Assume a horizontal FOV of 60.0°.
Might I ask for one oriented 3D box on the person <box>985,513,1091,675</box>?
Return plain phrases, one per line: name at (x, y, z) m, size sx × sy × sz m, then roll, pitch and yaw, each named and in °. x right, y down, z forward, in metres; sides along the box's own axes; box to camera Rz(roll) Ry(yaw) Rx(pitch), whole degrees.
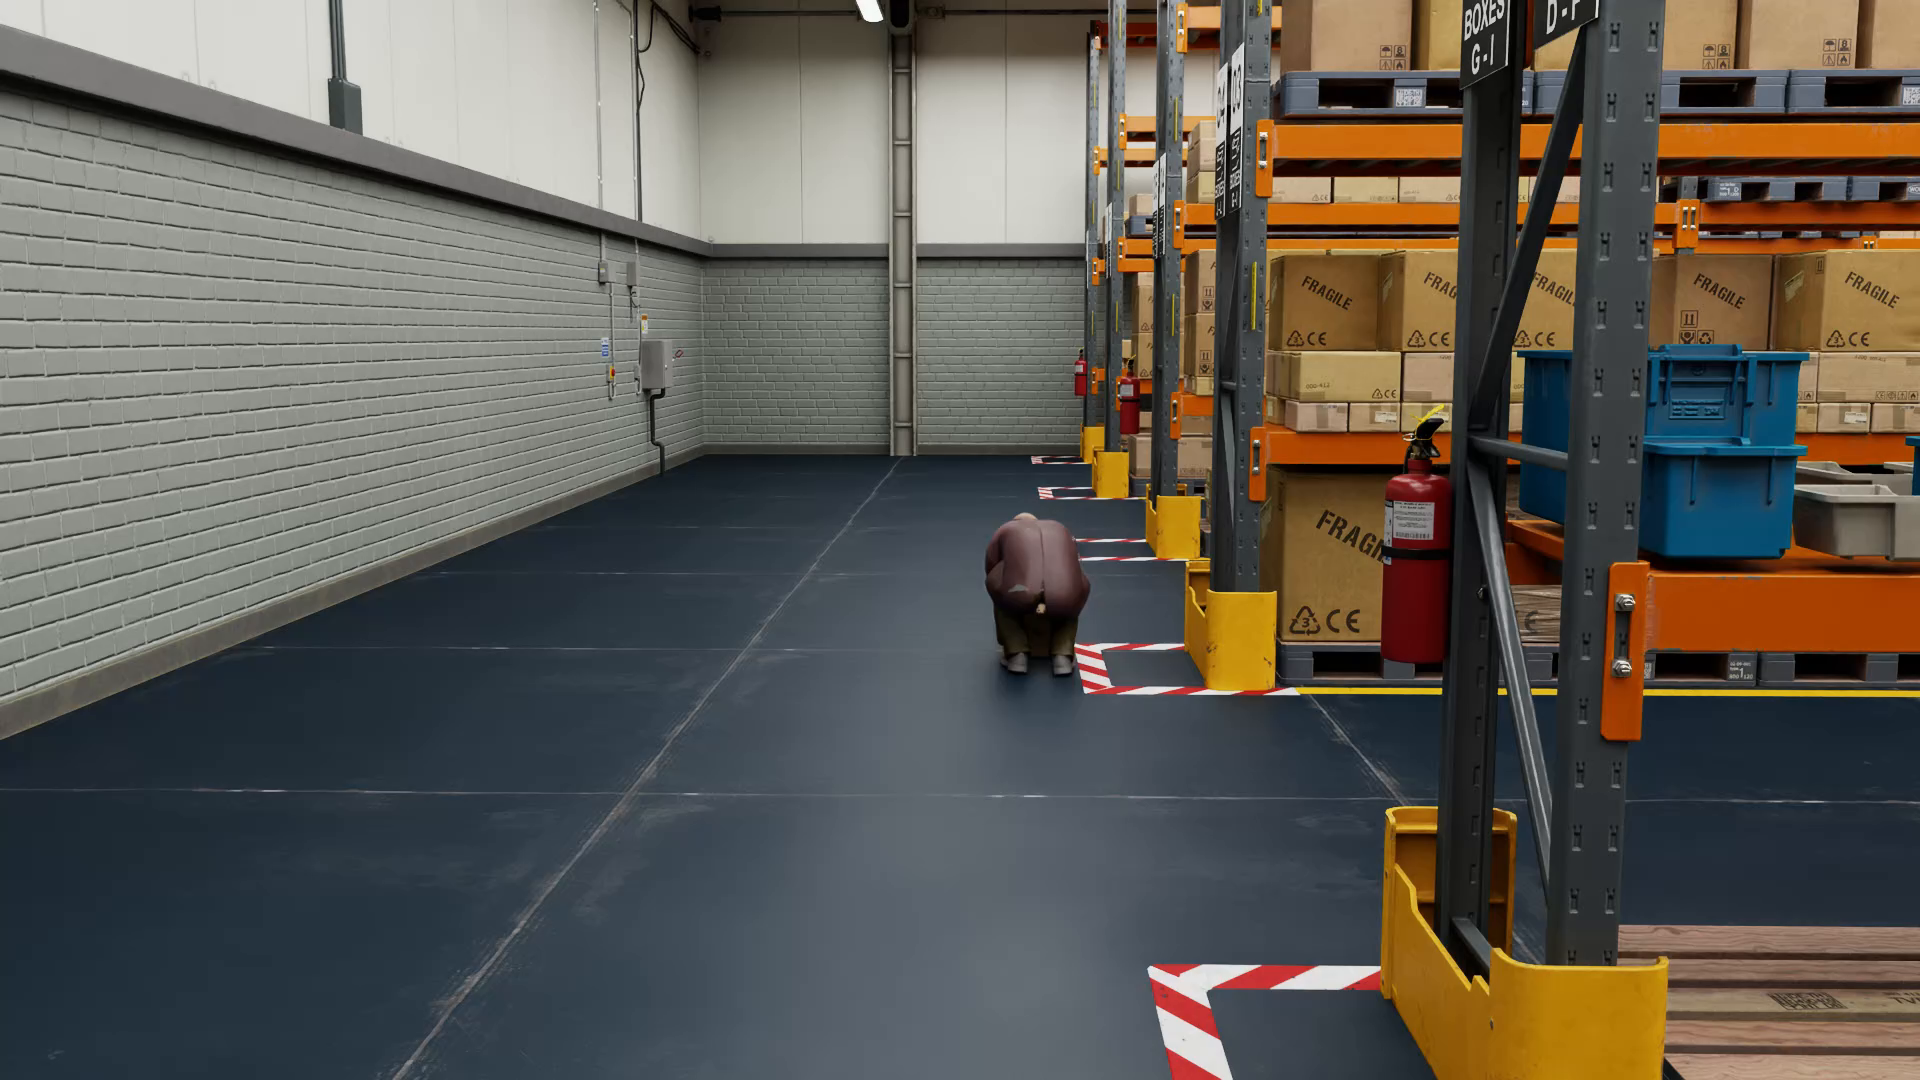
person at (0.419, 0.300, 9.011) m, size 0.571 × 0.815 × 0.929 m, roll 0°, pitch 7°, yaw 0°
